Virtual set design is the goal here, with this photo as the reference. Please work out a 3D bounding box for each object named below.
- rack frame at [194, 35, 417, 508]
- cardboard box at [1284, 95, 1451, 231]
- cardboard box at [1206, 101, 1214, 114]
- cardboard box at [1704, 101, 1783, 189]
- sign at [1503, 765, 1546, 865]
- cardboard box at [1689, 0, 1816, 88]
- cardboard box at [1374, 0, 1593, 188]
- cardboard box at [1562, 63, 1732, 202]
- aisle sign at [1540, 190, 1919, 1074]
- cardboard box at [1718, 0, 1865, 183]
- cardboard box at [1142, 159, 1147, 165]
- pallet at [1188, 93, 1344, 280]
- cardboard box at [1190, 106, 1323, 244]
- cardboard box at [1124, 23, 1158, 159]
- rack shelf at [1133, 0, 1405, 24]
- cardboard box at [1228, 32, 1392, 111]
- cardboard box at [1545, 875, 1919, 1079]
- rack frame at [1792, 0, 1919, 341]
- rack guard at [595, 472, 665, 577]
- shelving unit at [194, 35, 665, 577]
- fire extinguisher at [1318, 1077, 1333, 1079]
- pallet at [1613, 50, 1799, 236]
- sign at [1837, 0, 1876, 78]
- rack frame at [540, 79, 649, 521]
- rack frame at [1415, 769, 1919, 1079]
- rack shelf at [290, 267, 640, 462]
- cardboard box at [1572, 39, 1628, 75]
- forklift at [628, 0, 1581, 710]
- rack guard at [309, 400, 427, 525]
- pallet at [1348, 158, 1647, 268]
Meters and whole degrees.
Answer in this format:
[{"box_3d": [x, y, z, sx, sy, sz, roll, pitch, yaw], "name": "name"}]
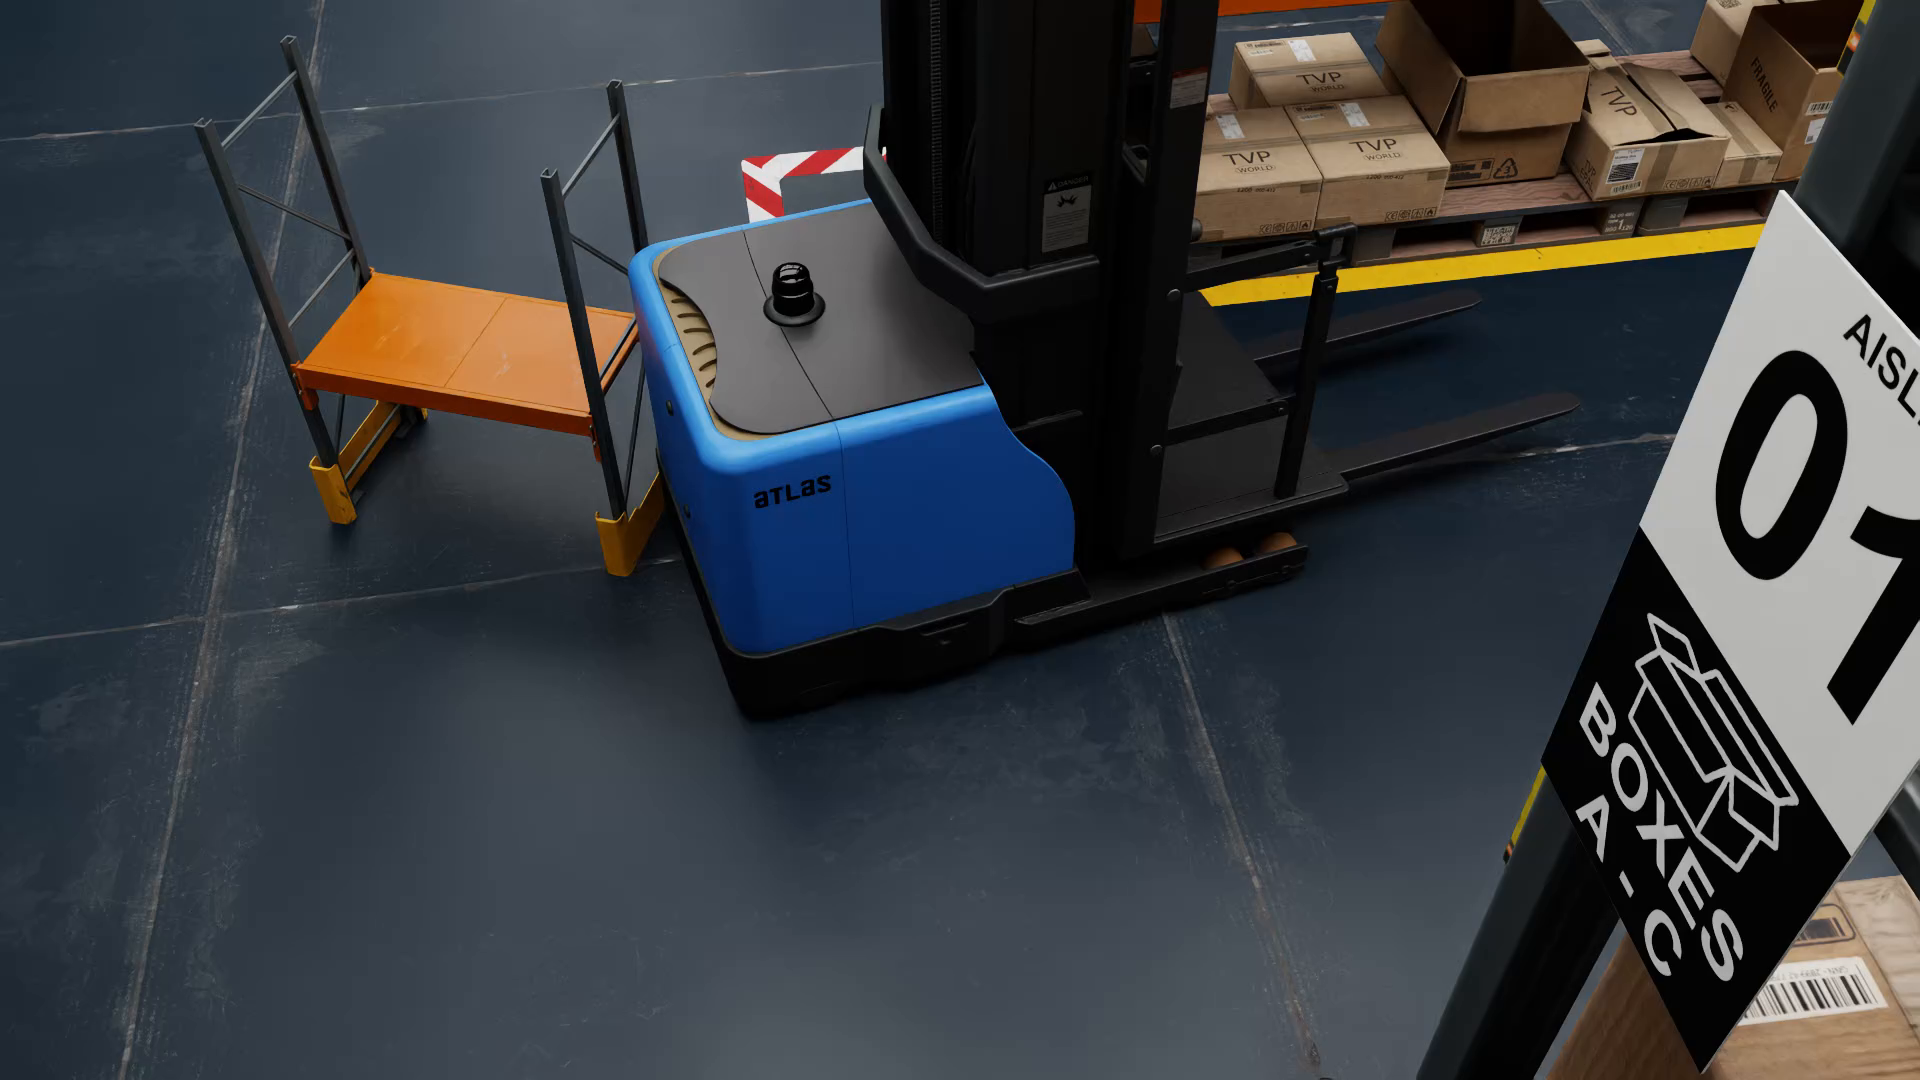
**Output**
[{"box_3d": [-2.016, -0.781, 5.241, 0.032, 1.500, 0.500, 10, 47, 10], "name": "rack frame"}, {"box_3d": [1.556, -1.472, 6.469, 0.500, 0.250, 0.500, -7, 46, -7], "name": "cardboard box"}, {"box_3d": [0.894, -1.682, 6.729, 0.250, 0.166, 0.380, -7, 46, -7], "name": "cardboard box"}, {"box_3d": [3.055, -1.579, 6.643, 0.250, 0.149, 0.380, -7, 46, -7], "name": "cardboard box"}, {"box_3d": [0.756, 0.359, 2.132, 0.005, 0.325, 0.100, -7, 46, -7], "name": "sign"}, {"box_3d": [3.477, -2.097, 7.030, 0.500, 0.311, 0.500, -7, 46, -7], "name": "cardboard box"}, {"box_3d": [2.077, -1.828, 6.636, 0.637, 0.503, 0.797, -7, 46, -7], "name": "cardboard box"}, {"box_3d": [2.675, -1.632, 6.581, 0.500, 0.311, 0.500, -7, 46, -7], "name": "cardboard box"}, {"box_3d": [0.712, 0.124, 1.522, 0.004, 0.787, 0.394, -7, 46, -7], "name": "aisle sign"}, {"box_3d": [3.414, -1.790, 6.602, 0.500, 0.500, 0.500, -7, 46, -7], "name": "cardboard box"}, {"box_3d": [0.704, -1.292, 6.354, 0.250, 0.166, 0.380, -7, 46, -7], "name": "cardboard box"}, {"box_3d": [0.846, -1.425, 6.757, 1.213, 0.211, 1.003, -7, 46, -7], "name": "pallet"}, {"box_3d": [1.063, -1.410, 6.410, 0.500, 0.250, 0.500, -7, 46, -7], "name": "cardboard box"}, {"box_3d": [0.480, -1.812, 6.623, 0.500, 0.500, 0.500, -7, 46, -7], "name": "cardboard box"}, {"box_3d": [1.957, -2.281, 6.144, 4.000, 0.370, 1.077, -7, 46, -7], "name": "rack shelf"}, {"box_3d": [1.421, -1.820, 6.805, 0.500, 0.250, 0.500, -7, 46, -7], "name": "cardboard box"}, {"box_3d": [1.335, 1.056, 2.221, 0.700, 0.700, 0.980, -5, 46, -5], "name": "cardboard box"}, {"box_3d": [0.834, -0.852, 0.102, 0.127, 3.000, 1.000, -7, 46, -7], "name": "rack frame"}, {"box_3d": [-1.048, -0.176, 5.526, 0.087, 0.250, 0.587, 10, 47, 10], "name": "rack guard"}, {"box_3d": [-1.531, -0.695, 5.159, 1.083, 1.500, 0.587, 10, 47, 10], "name": "shelving unit"}, {"box_3d": [0.607, 1.077, 2.722, 0.183, 0.674, 0.296, -7, 46, -7], "name": "fire extinguisher"}, {"box_3d": [3.251, -1.725, 7.045, 1.213, 0.211, 1.003, -7, 46, -7], "name": "pallet"}, {"box_3d": [0.756, -0.477, 1.264, 0.005, 0.325, 0.100, -7, 46, -7], "name": "sign"}, {"box_3d": [-1.029, -0.606, 5.073, 0.032, 1.500, 0.500, 10, 47, 10], "name": "rack frame"}, {"box_3d": [0.834, 1.230, 2.262, 0.127, 3.000, 1.000, -7, 46, -7], "name": "rack frame"}, {"box_3d": [-1.523, -0.569, 5.287, 1.000, 0.185, 0.538, 10, 47, 10], "name": "rack shelf"}, {"box_3d": [2.626, -1.934, 6.972, 0.250, 0.166, 0.380, -7, 46, -7], "name": "cardboard box"}, {"box_3d": [0.586, -1.174, 4.626, 3.031, 2.935, 1.130, -15, 48, -14], "name": "forklift"}, {"box_3d": [-2.015, -0.348, 5.691, 0.087, 0.250, 0.587, 10, 47, 10], "name": "rack guard"}, {"box_3d": [2.046, -1.572, 6.899, 1.213, 0.211, 1.003, -7, 46, -7], "name": "pallet"}]
